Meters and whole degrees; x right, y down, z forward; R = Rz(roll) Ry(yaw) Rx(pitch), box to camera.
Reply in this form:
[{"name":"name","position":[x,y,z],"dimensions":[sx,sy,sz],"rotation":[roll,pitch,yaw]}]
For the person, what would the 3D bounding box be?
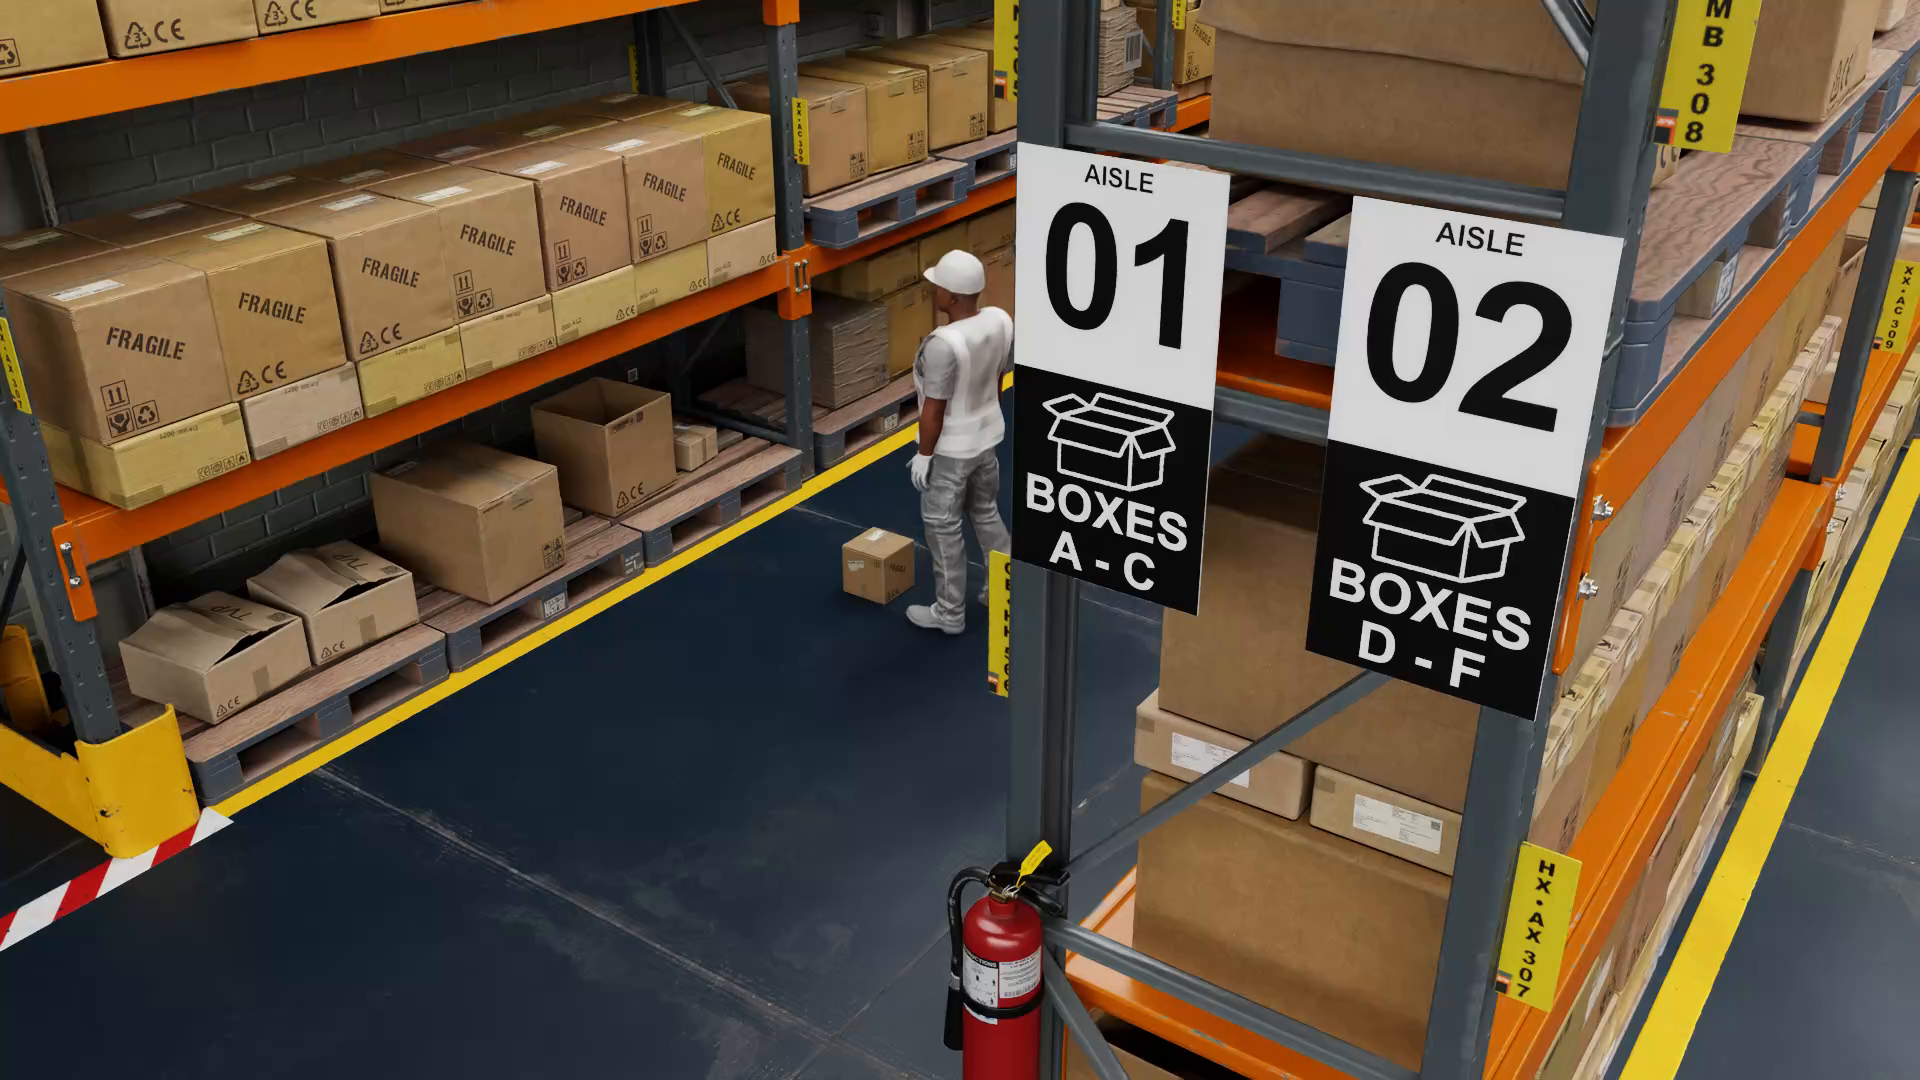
[{"name":"person","position":[-0.004,-0.413,7.465],"dimensions":[0.408,1.837,0.588],"rotation":[18,32,31]}]
